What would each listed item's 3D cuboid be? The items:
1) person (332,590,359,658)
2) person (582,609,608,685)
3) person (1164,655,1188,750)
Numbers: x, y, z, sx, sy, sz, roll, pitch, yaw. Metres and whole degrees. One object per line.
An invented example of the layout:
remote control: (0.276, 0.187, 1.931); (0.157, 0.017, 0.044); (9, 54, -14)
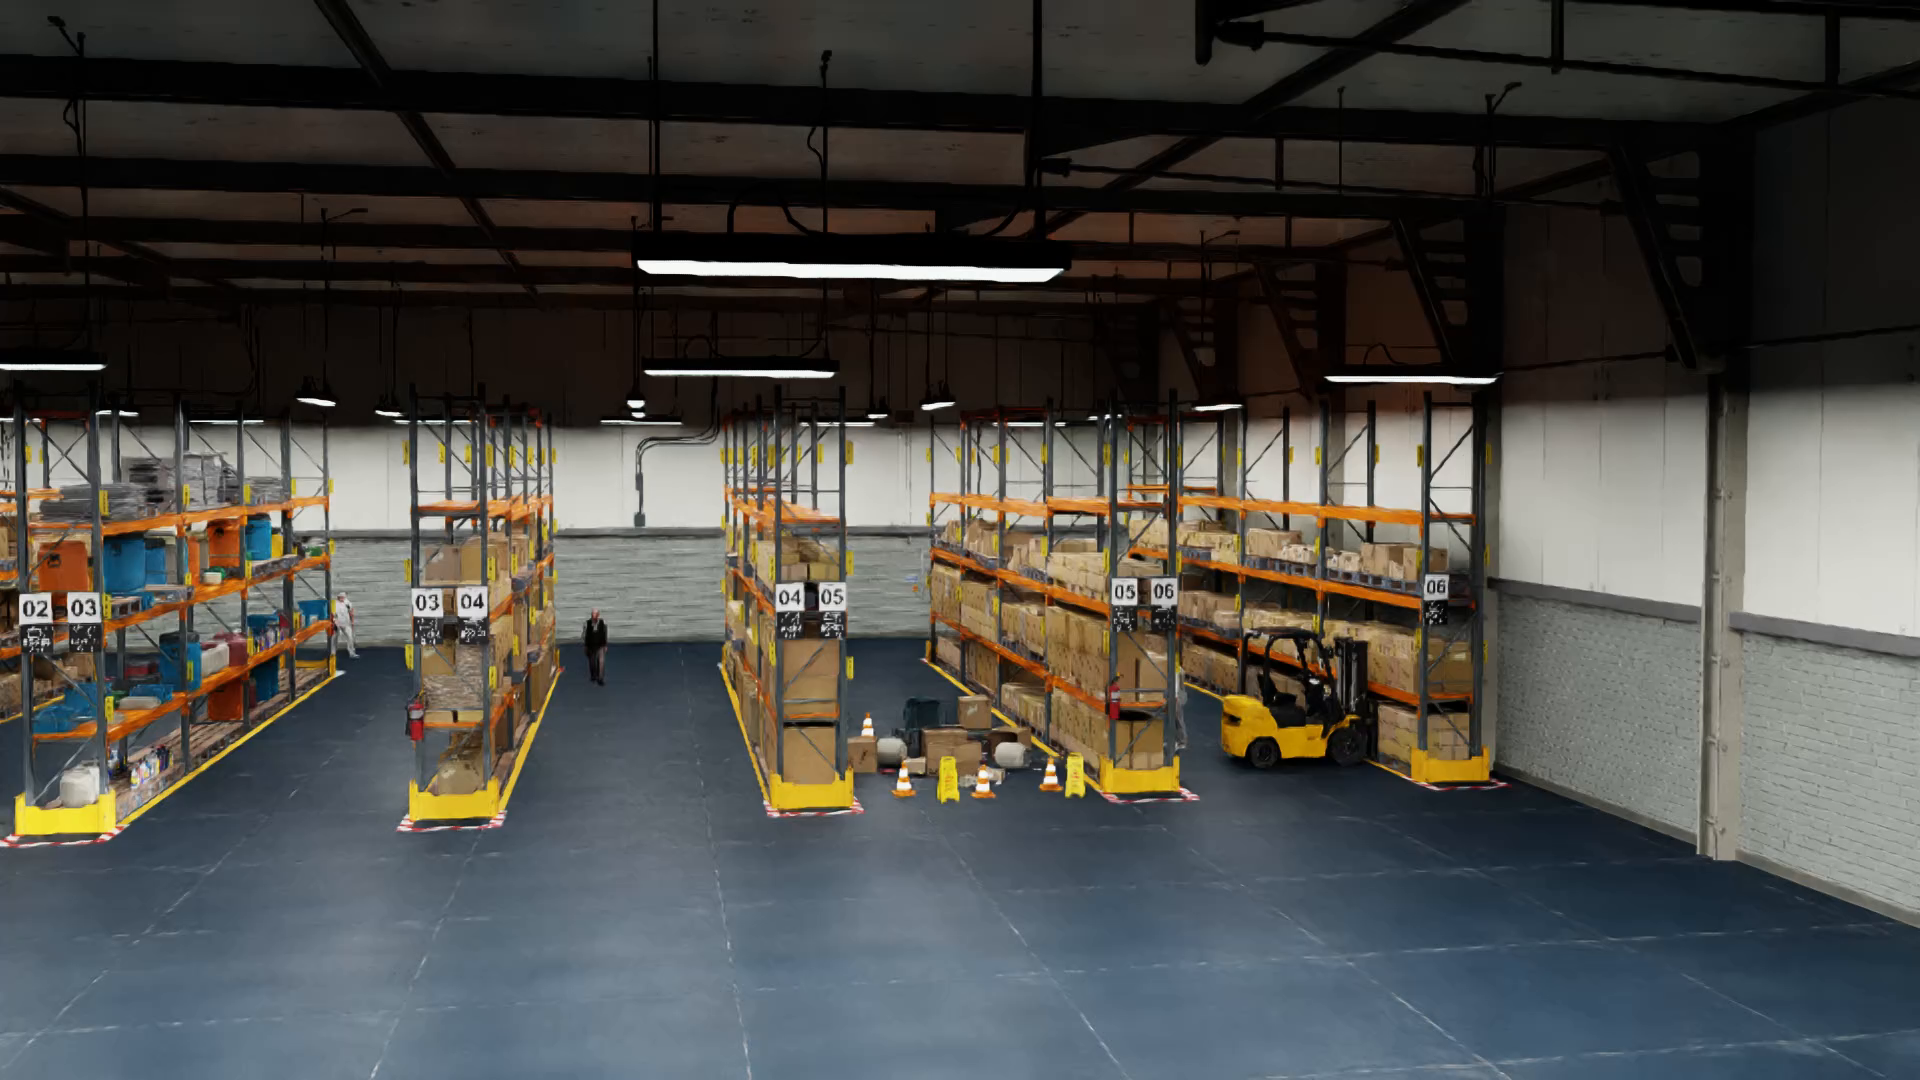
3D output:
person: (-15.286, 2.067, 41.111); (0.706, 1.695, 0.843); (-2, 3, -28)
person: (-8.012, 2.320, 36.480); (0.543, 1.648, 1.115); (0, 3, -9)
person: (3.691, 2.754, 28.377); (0.449, 1.599, 0.465); (1, 3, 21)
